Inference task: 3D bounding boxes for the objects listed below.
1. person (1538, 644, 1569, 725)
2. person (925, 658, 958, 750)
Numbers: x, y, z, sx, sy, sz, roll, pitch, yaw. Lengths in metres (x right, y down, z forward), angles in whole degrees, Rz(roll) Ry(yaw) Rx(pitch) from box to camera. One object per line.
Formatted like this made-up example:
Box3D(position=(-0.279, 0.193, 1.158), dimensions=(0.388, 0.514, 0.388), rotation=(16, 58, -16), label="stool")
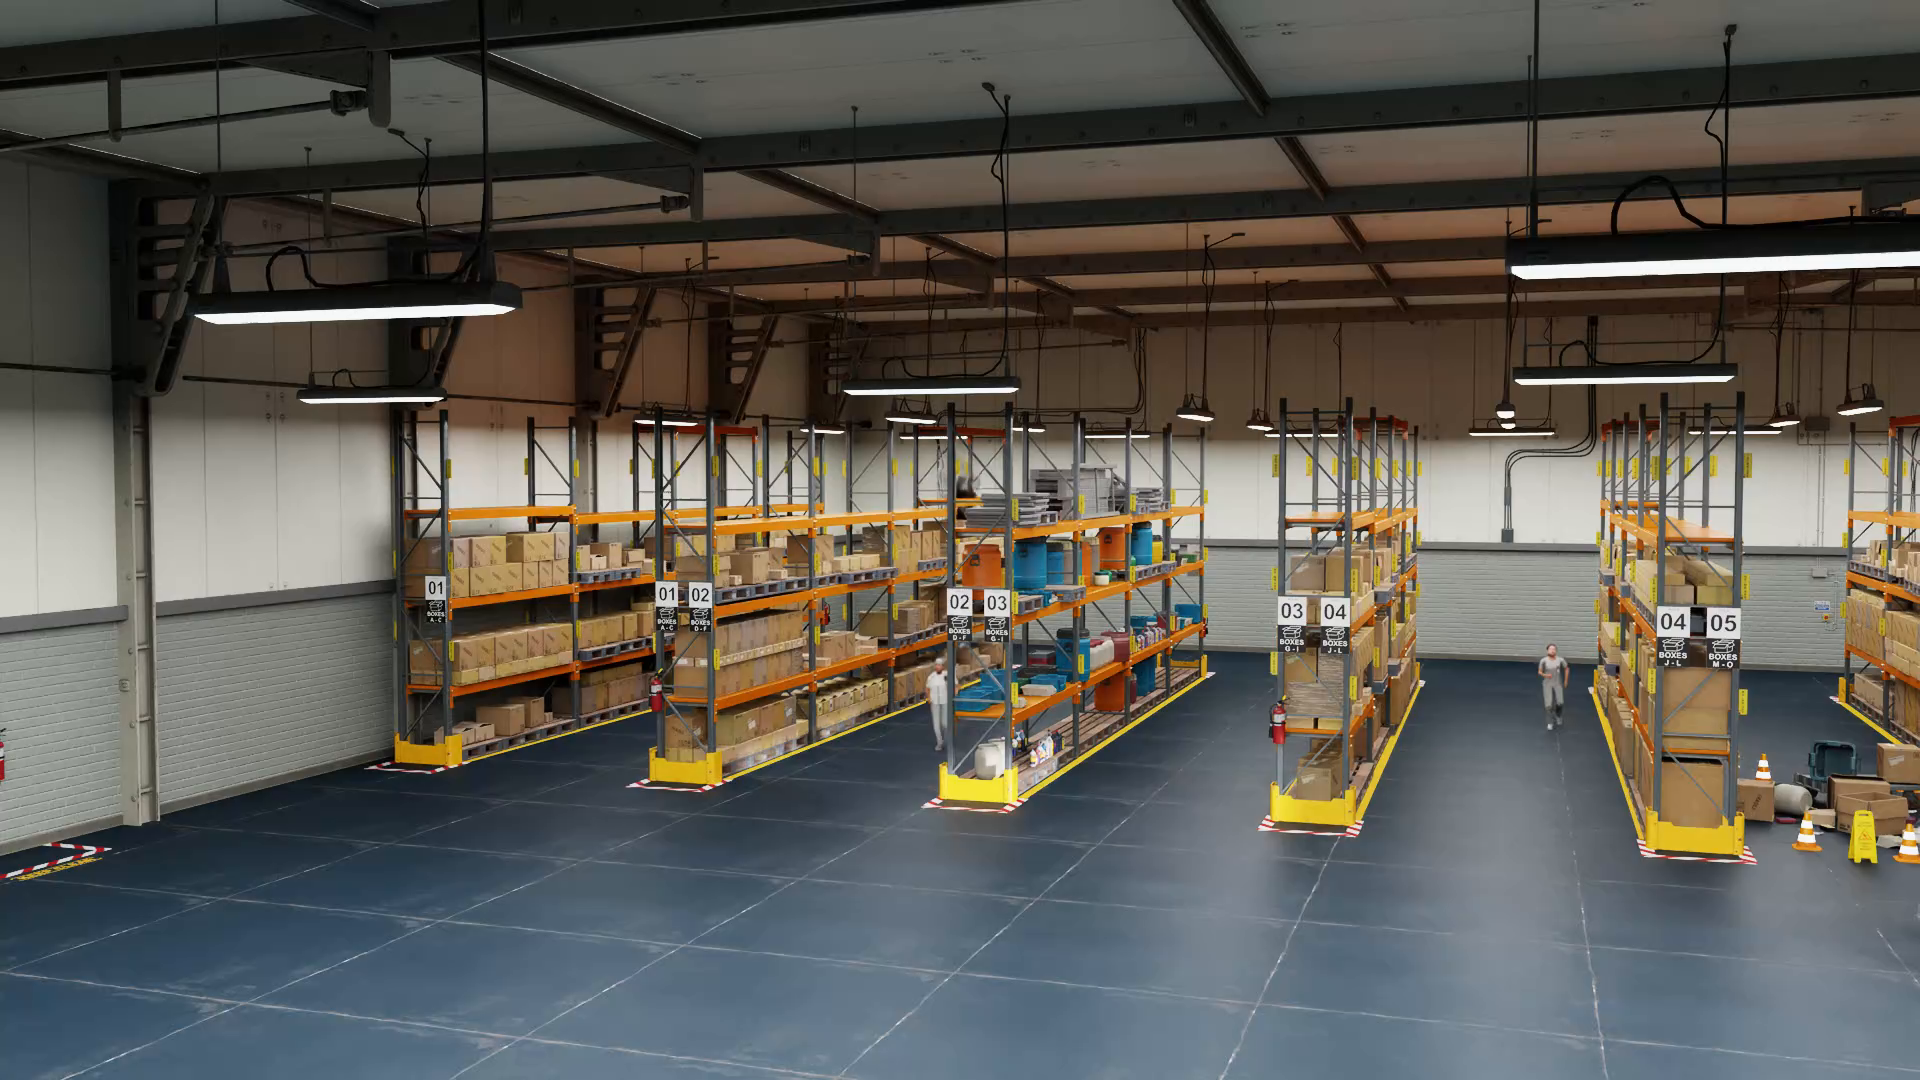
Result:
Box3D(position=(11.399, 2.784, 31.912), dimensions=(0.576, 1.579, 0.554), rotation=(1, 3, 15), label="person")
Box3D(position=(-0.356, 2.924, 29.594), dimensions=(0.585, 1.630, 0.508), rotation=(1, 3, 14), label="person")
